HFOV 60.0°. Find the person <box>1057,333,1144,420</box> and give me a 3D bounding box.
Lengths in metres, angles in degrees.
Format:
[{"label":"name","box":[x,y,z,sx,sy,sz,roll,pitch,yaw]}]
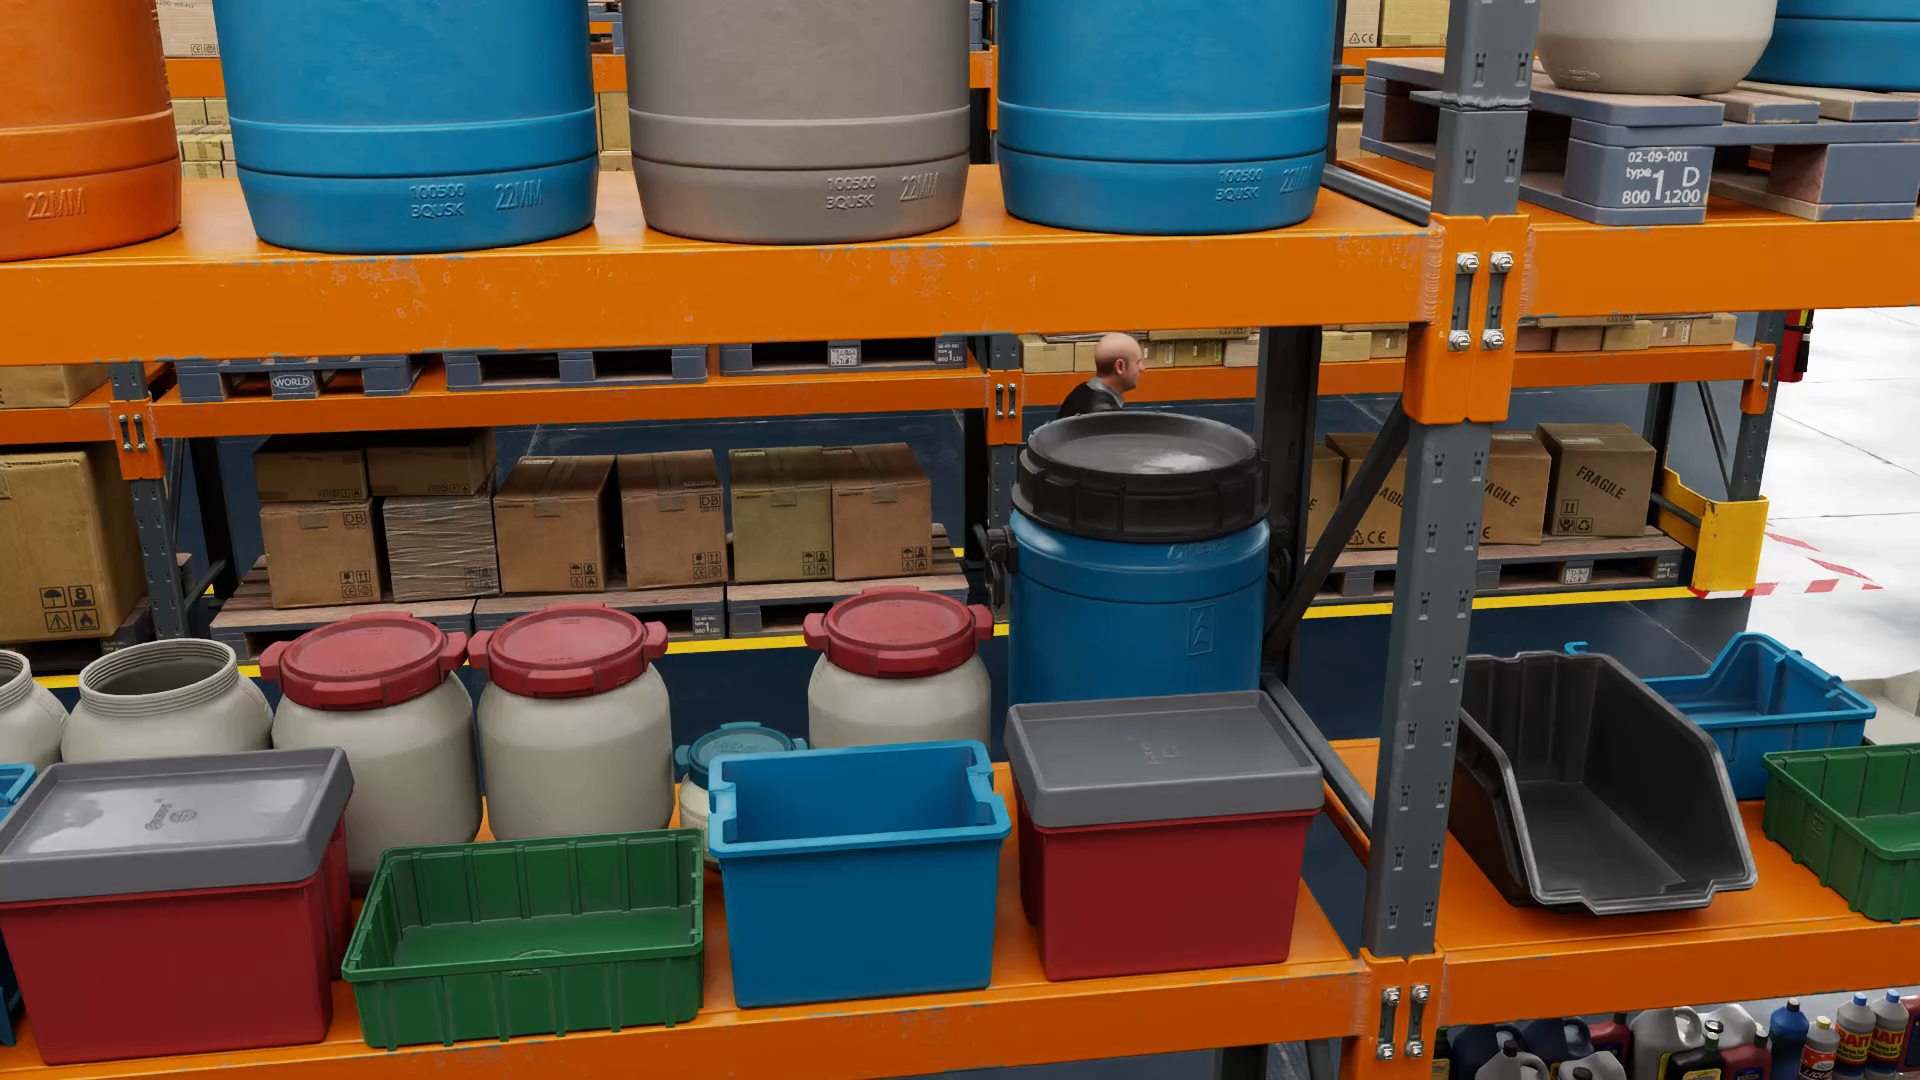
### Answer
[{"label":"person","box":[0.581,-0.046,7.236,0.412,1.721,0.584,-3,20,-8]}]
